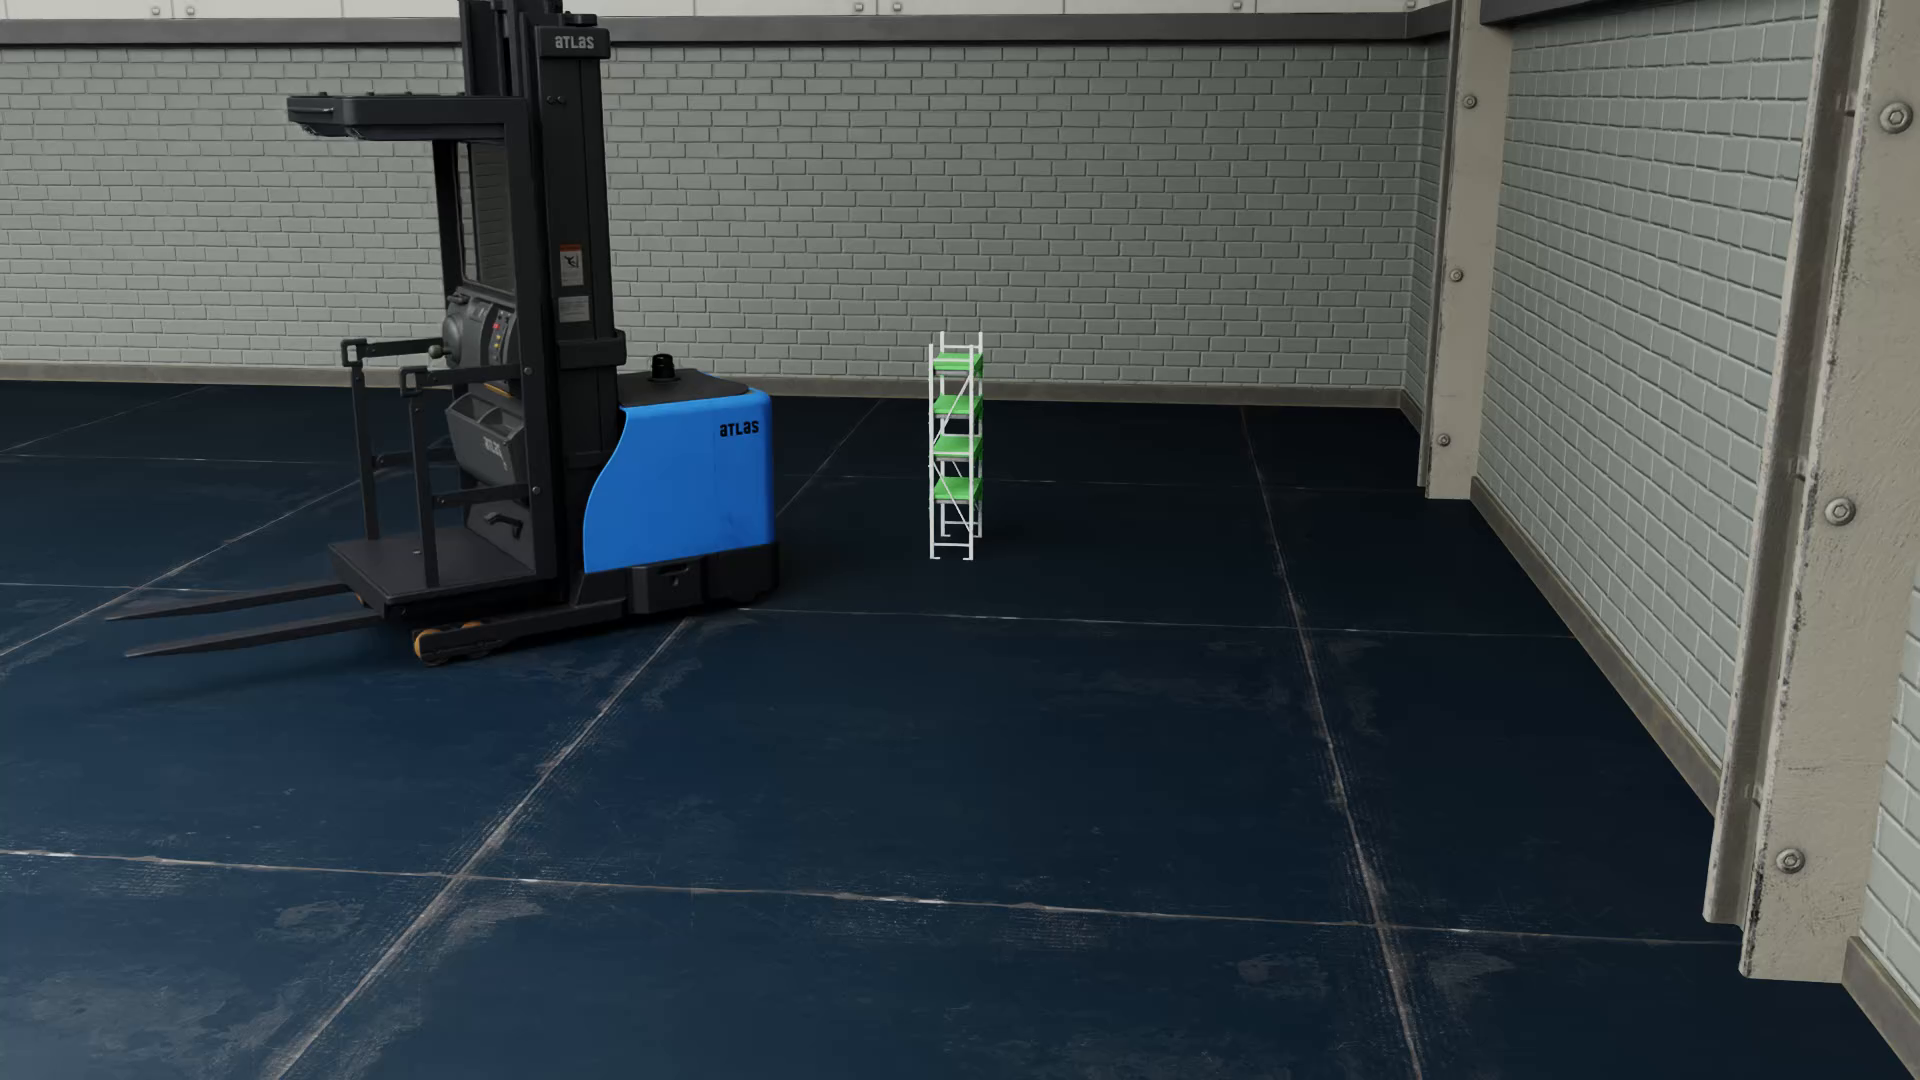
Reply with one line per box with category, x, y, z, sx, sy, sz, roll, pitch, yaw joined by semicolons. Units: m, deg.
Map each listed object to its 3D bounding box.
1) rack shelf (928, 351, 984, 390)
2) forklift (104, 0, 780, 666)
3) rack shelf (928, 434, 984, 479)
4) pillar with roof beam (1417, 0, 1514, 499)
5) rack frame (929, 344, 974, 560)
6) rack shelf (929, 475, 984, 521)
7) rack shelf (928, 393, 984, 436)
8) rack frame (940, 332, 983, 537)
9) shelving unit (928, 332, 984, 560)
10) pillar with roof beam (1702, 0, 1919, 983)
rack shelf;-0.019;-0.938;9.238;0.258;0.148;0.480;2;15;6
forklift;-2.435;-1.001;7.749;3.031;2.935;1.130;-10;18;-32
rack shelf;-0.019;-0.475;9.363;0.258;0.148;0.480;2;15;6
pillar with roof beam;-1.115;-4.785;10.119;9.100;9.000;0.400;2;15;6
rack frame;-0.046;-0.473;9.113;0.240;1.200;0.015;2;15;6
rack shelf;-0.019;-0.243;9.426;0.258;0.148;0.480;2;15;6
rack shelf;-0.019;-0.706;9.301;0.258;0.148;0.480;2;15;6
rack frame;0.009;-0.600;9.581;0.240;1.200;0.015;2;15;6
shelving unit;-0.019;-0.536;9.347;0.258;1.200;0.503;2;15;6
pillar with roof beam;-1.792;-3.229;4.364;9.100;9.000;0.400;2;15;6
